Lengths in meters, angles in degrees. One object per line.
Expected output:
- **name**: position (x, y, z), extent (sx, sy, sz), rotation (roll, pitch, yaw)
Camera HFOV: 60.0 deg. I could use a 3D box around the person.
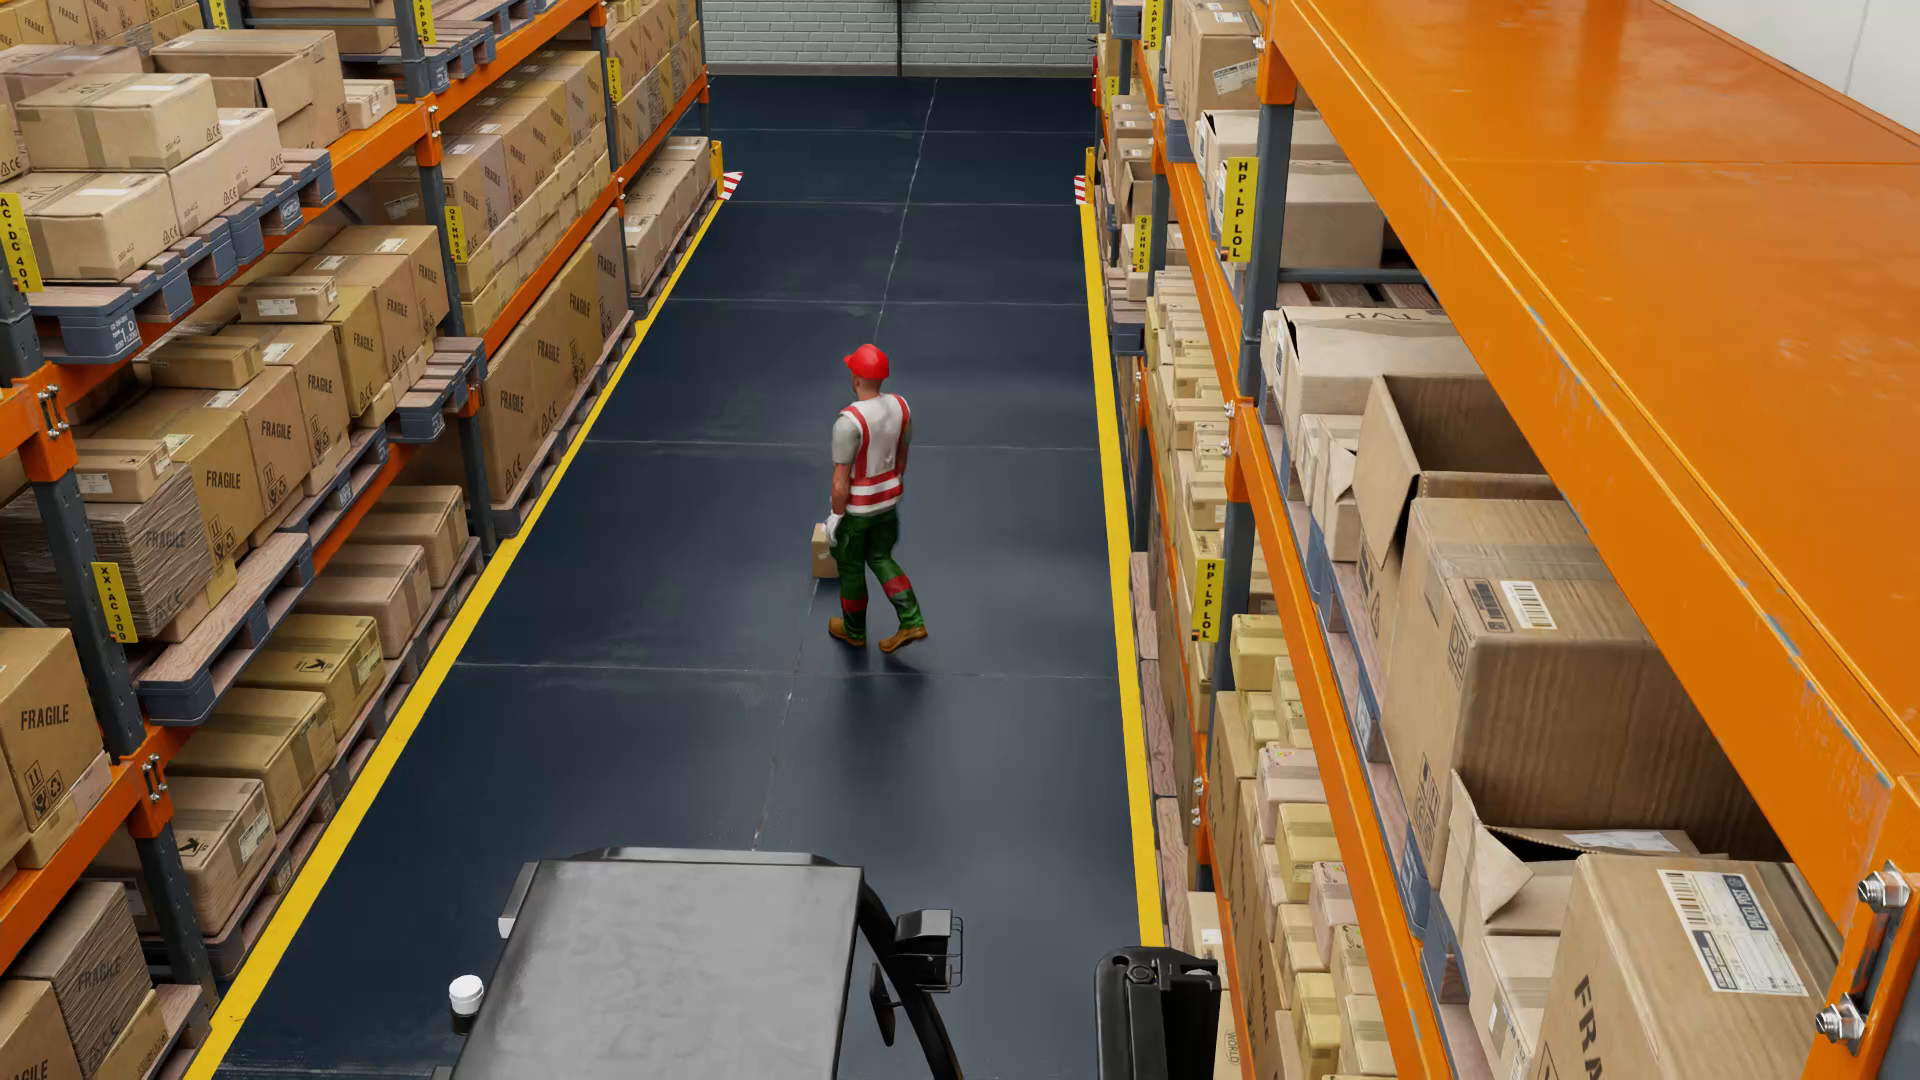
- **person**: position (-0.504, -0.189, 8.945), extent (0.583, 1.787, 0.662), rotation (-23, 35, -36)
